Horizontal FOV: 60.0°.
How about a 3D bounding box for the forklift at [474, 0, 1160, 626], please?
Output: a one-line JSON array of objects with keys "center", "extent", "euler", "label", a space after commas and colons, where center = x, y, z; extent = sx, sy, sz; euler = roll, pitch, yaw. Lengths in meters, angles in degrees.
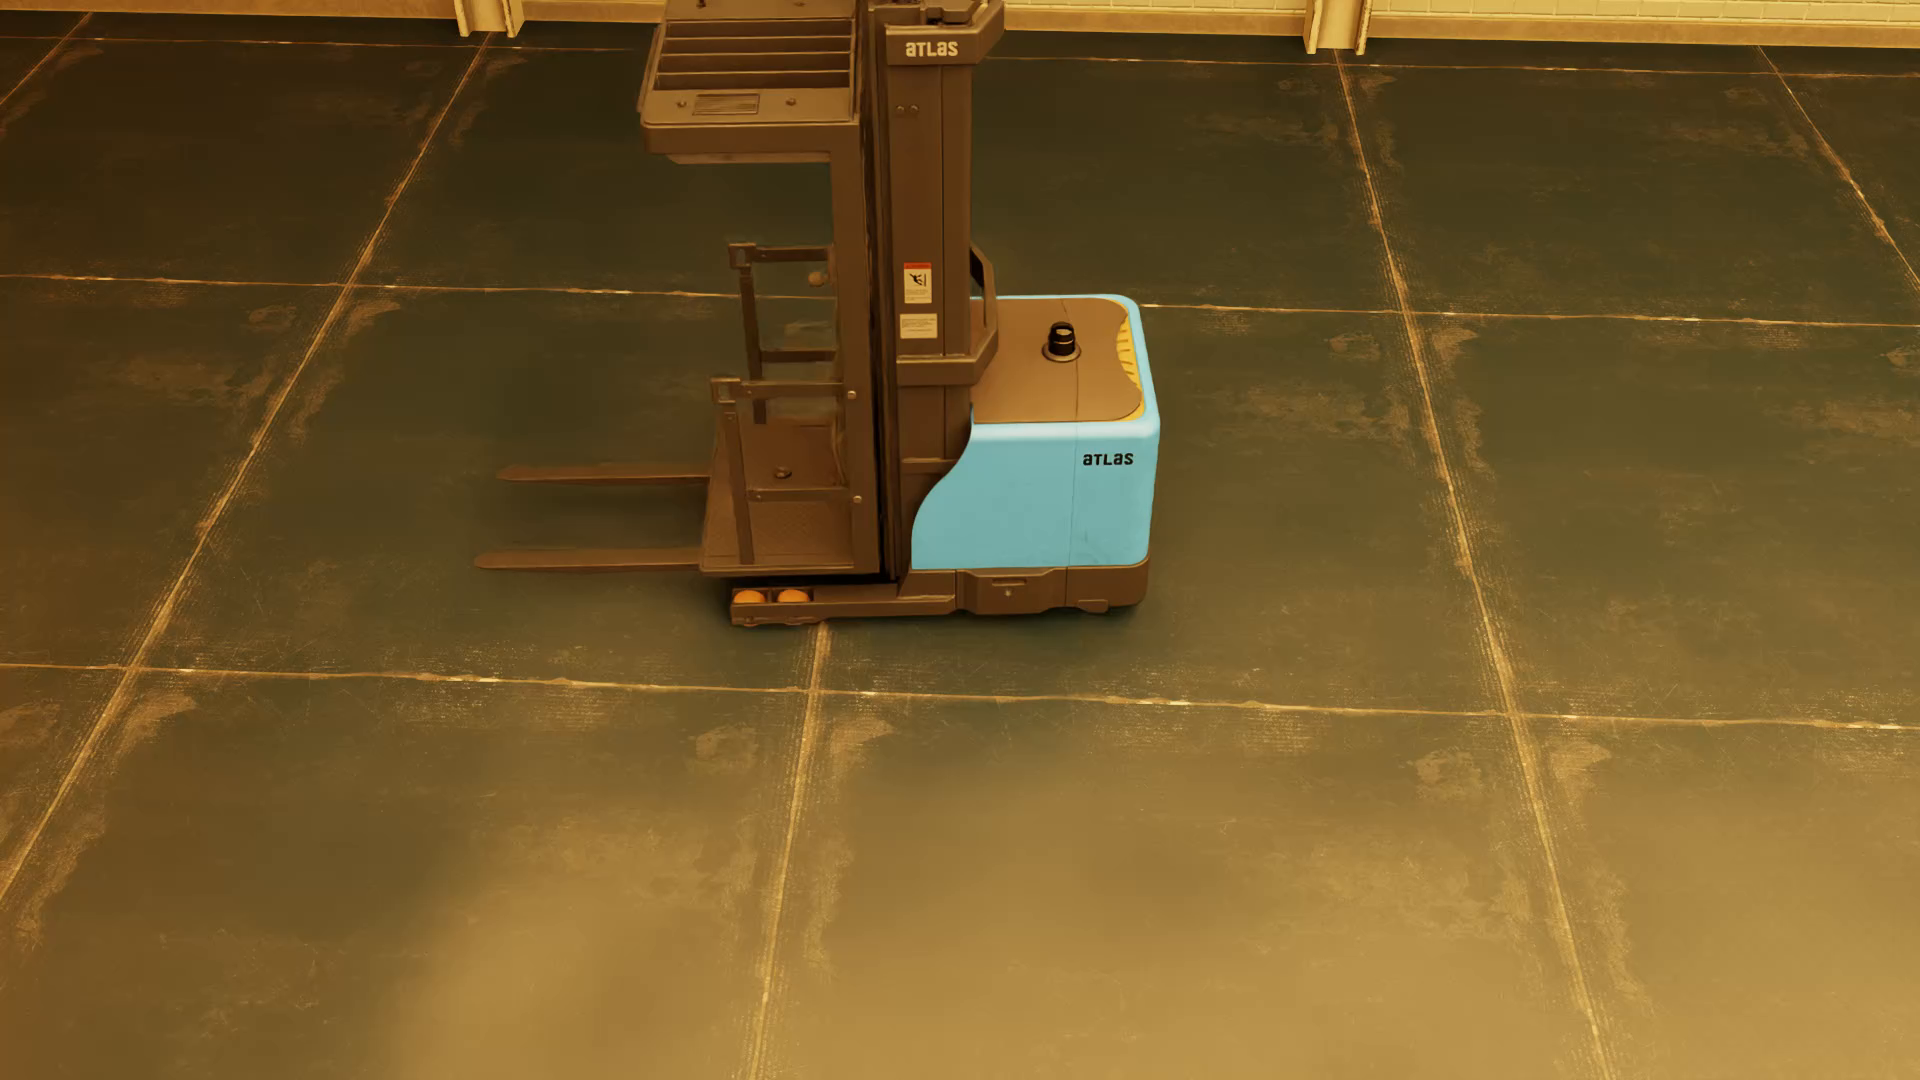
[{"center": [-0.680, -1.058, 6.901], "extent": [3.031, 2.935, 1.130], "euler": [-1, 42, -1], "label": "forklift"}]
